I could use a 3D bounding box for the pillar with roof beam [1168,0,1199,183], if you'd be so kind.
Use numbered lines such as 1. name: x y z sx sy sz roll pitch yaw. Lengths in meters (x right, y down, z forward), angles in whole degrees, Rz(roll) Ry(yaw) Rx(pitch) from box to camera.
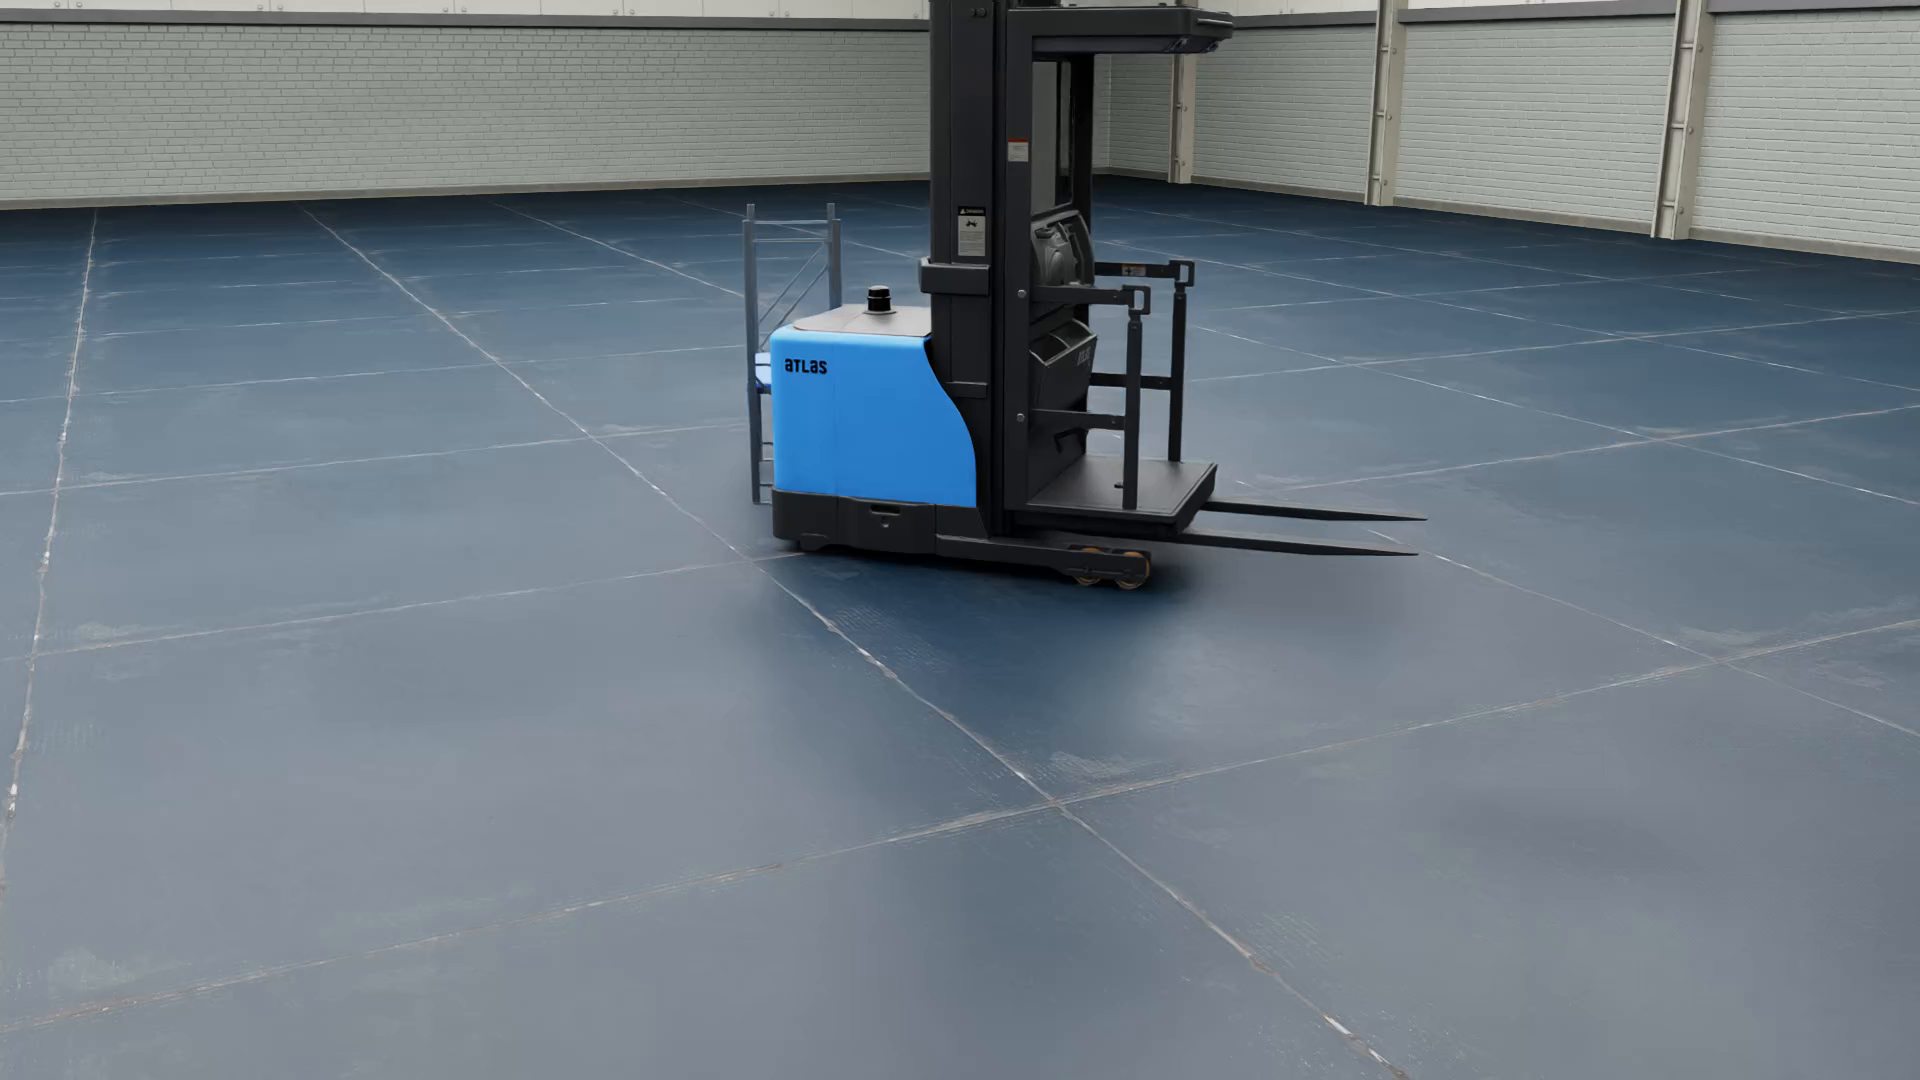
1. pillar with roof beam: 0.478 -10.868 29.808 9.100 9.000 0.400 -8 18 -25

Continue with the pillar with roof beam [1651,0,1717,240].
1. pillar with roof beam: 5.735 -7.892 19.439 9.100 9.000 0.400 -8 18 -25

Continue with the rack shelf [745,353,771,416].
1. rack shelf: -0.917 -0.888 9.278 0.538 0.185 1.000 -2 16 -6

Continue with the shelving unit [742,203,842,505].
1. shelving unit: -0.917 -1.061 9.229 0.538 1.500 1.048 -2 16 -6

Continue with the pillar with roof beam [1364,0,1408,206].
1. pillar with roof beam: 3.106 -9.380 24.623 9.100 9.000 0.400 -8 18 -25

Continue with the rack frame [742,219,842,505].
1. rack frame: -0.866 -0.921 8.743 0.500 1.500 0.032 -2 16 -6

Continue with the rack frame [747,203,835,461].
1. rack frame: -0.967 -1.200 9.715 0.500 1.500 0.032 -2 16 -6

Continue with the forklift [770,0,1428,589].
1. forklift: 0.664 -1.354 7.654 3.031 2.935 1.130 5 17 18
